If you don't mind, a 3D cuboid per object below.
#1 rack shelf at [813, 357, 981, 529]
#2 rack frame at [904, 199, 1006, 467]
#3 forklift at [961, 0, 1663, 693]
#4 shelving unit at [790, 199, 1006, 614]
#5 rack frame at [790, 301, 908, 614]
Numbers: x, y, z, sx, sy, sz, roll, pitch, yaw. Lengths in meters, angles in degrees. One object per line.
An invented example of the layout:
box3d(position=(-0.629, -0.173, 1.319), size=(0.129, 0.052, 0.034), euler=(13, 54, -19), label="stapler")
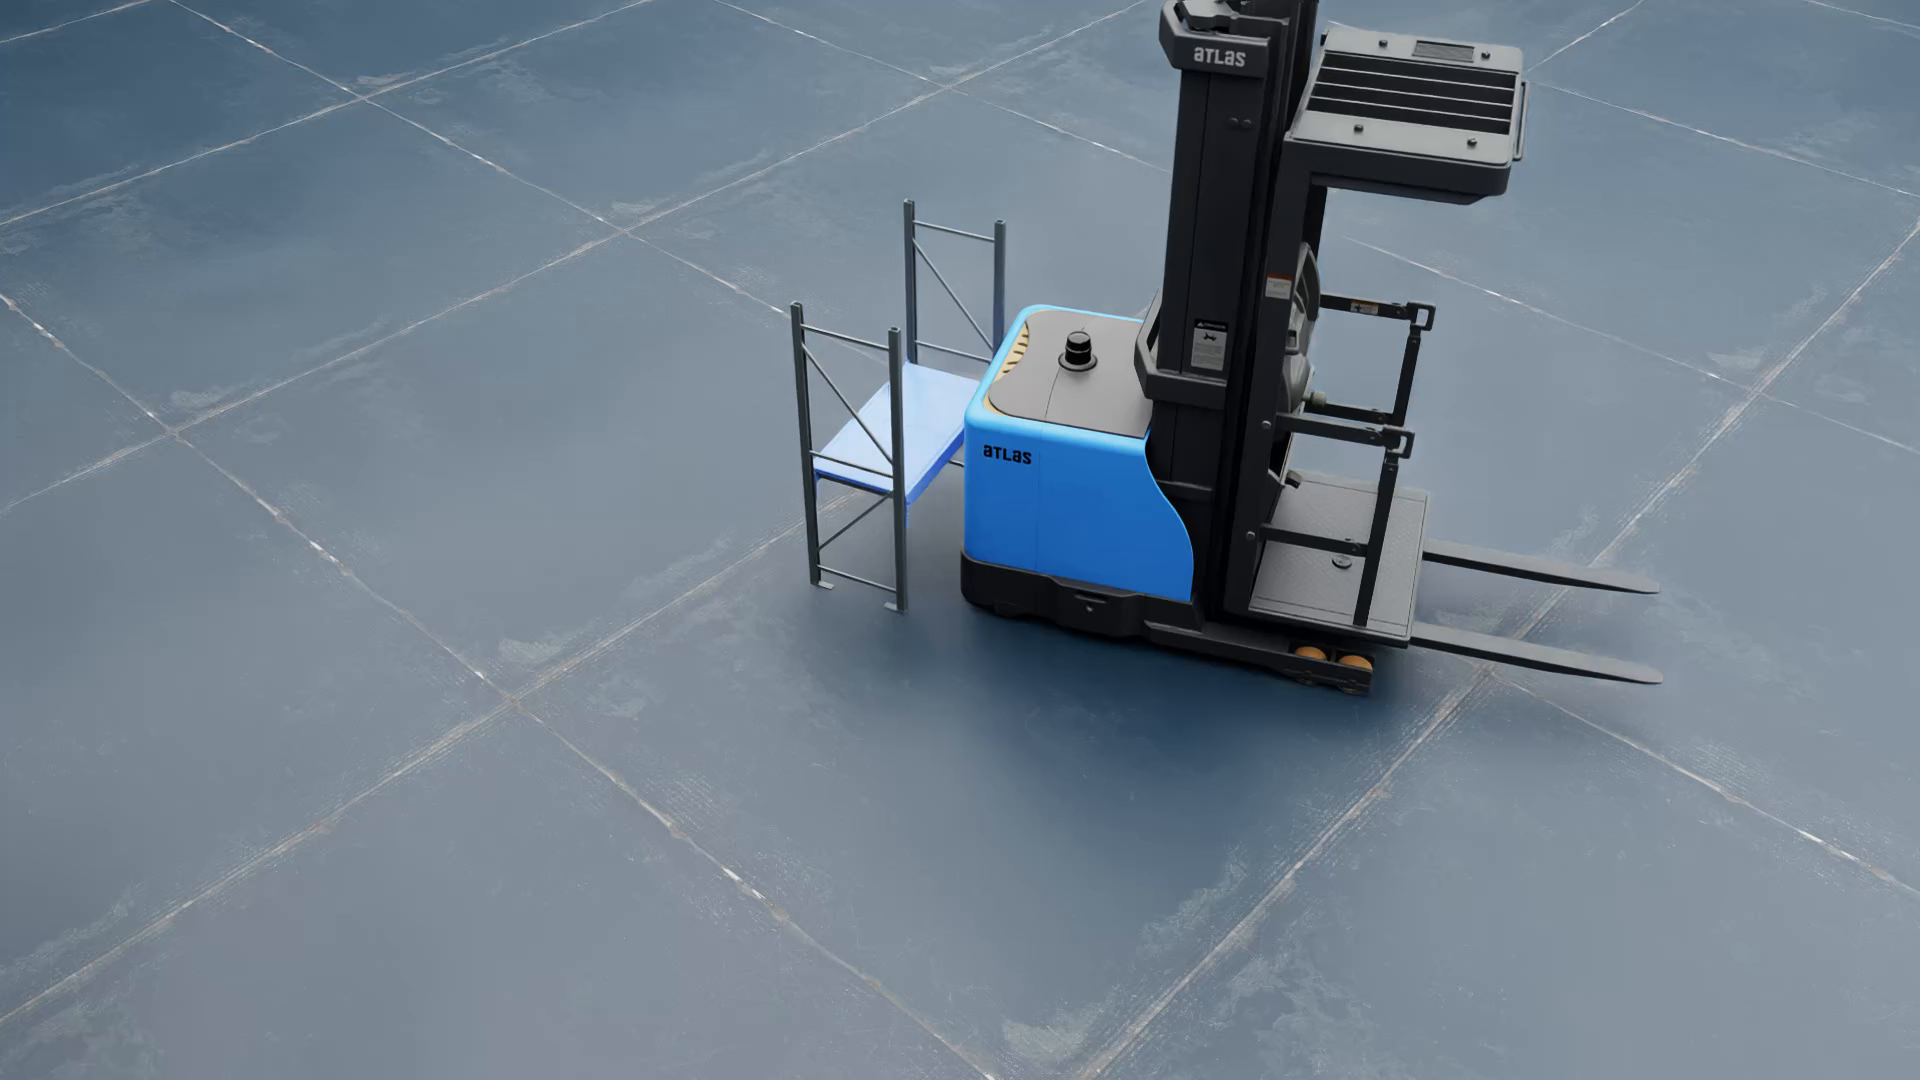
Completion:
box3d(position=(-0.247, -0.468, 7.706), size=(0.538, 0.185, 1.000), euler=(17, 41, 20), label="rack shelf")
box3d(position=(-0.026, -0.893, 7.952), size=(0.500, 1.500, 0.032), euler=(17, 41, 20), label="rack frame")
box3d(position=(1.579, -0.855, 6.754), size=(3.031, 2.935, 1.130), euler=(11, 40, 13), label="forklift")
box3d(position=(-0.247, -0.609, 7.594), size=(0.538, 1.500, 1.048), euler=(17, 41, 20), label="shelving unit")
box3d(position=(-0.469, -0.324, 7.236), size=(0.500, 1.500, 0.032), euler=(17, 41, 20), label="rack frame")
